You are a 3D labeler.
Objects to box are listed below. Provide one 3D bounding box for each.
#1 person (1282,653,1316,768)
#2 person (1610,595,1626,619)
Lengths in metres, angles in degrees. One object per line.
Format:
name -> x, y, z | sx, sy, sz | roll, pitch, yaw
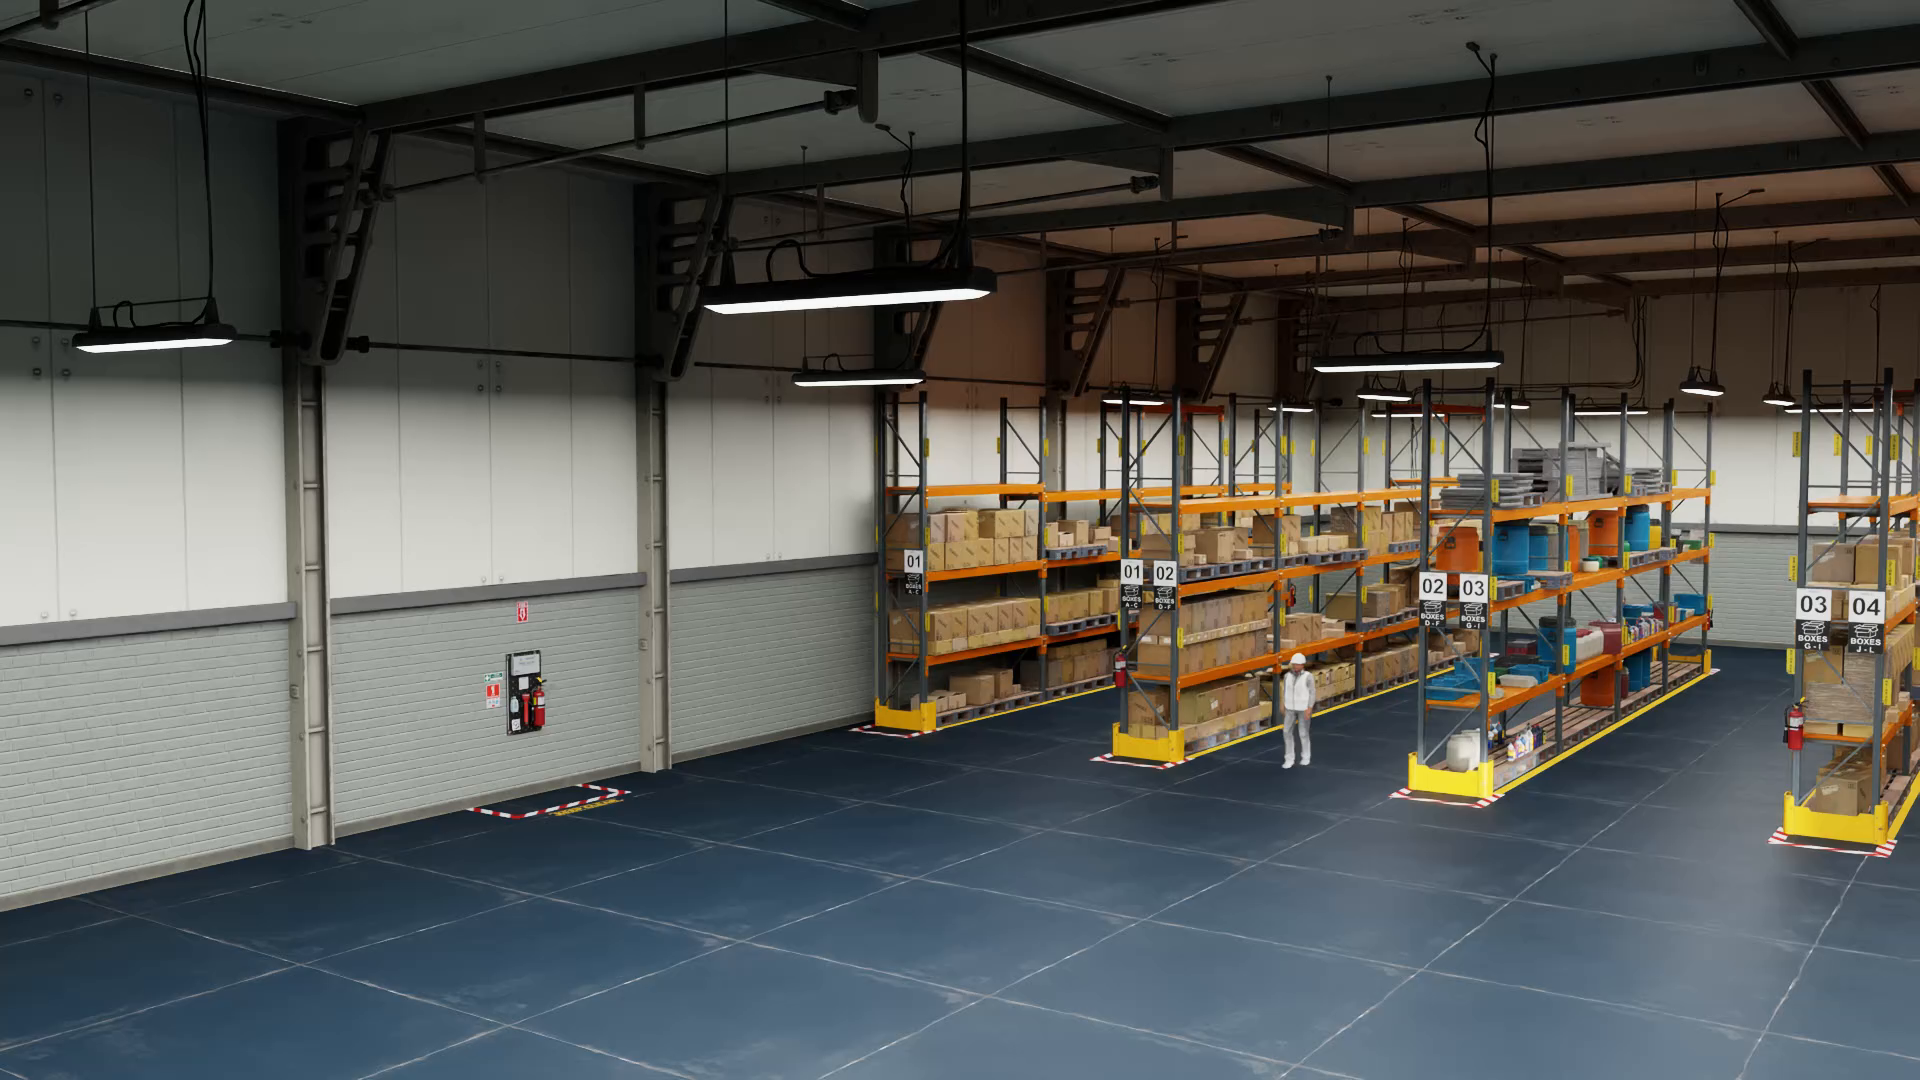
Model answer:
person -> 5.307, 2.686, 26.111 | 0.581, 1.823, 0.550 | 2, 4, 37
person -> 15.243, 2.054, 38.364 | 0.986, 1.596, 0.499 | -2, 4, -34
